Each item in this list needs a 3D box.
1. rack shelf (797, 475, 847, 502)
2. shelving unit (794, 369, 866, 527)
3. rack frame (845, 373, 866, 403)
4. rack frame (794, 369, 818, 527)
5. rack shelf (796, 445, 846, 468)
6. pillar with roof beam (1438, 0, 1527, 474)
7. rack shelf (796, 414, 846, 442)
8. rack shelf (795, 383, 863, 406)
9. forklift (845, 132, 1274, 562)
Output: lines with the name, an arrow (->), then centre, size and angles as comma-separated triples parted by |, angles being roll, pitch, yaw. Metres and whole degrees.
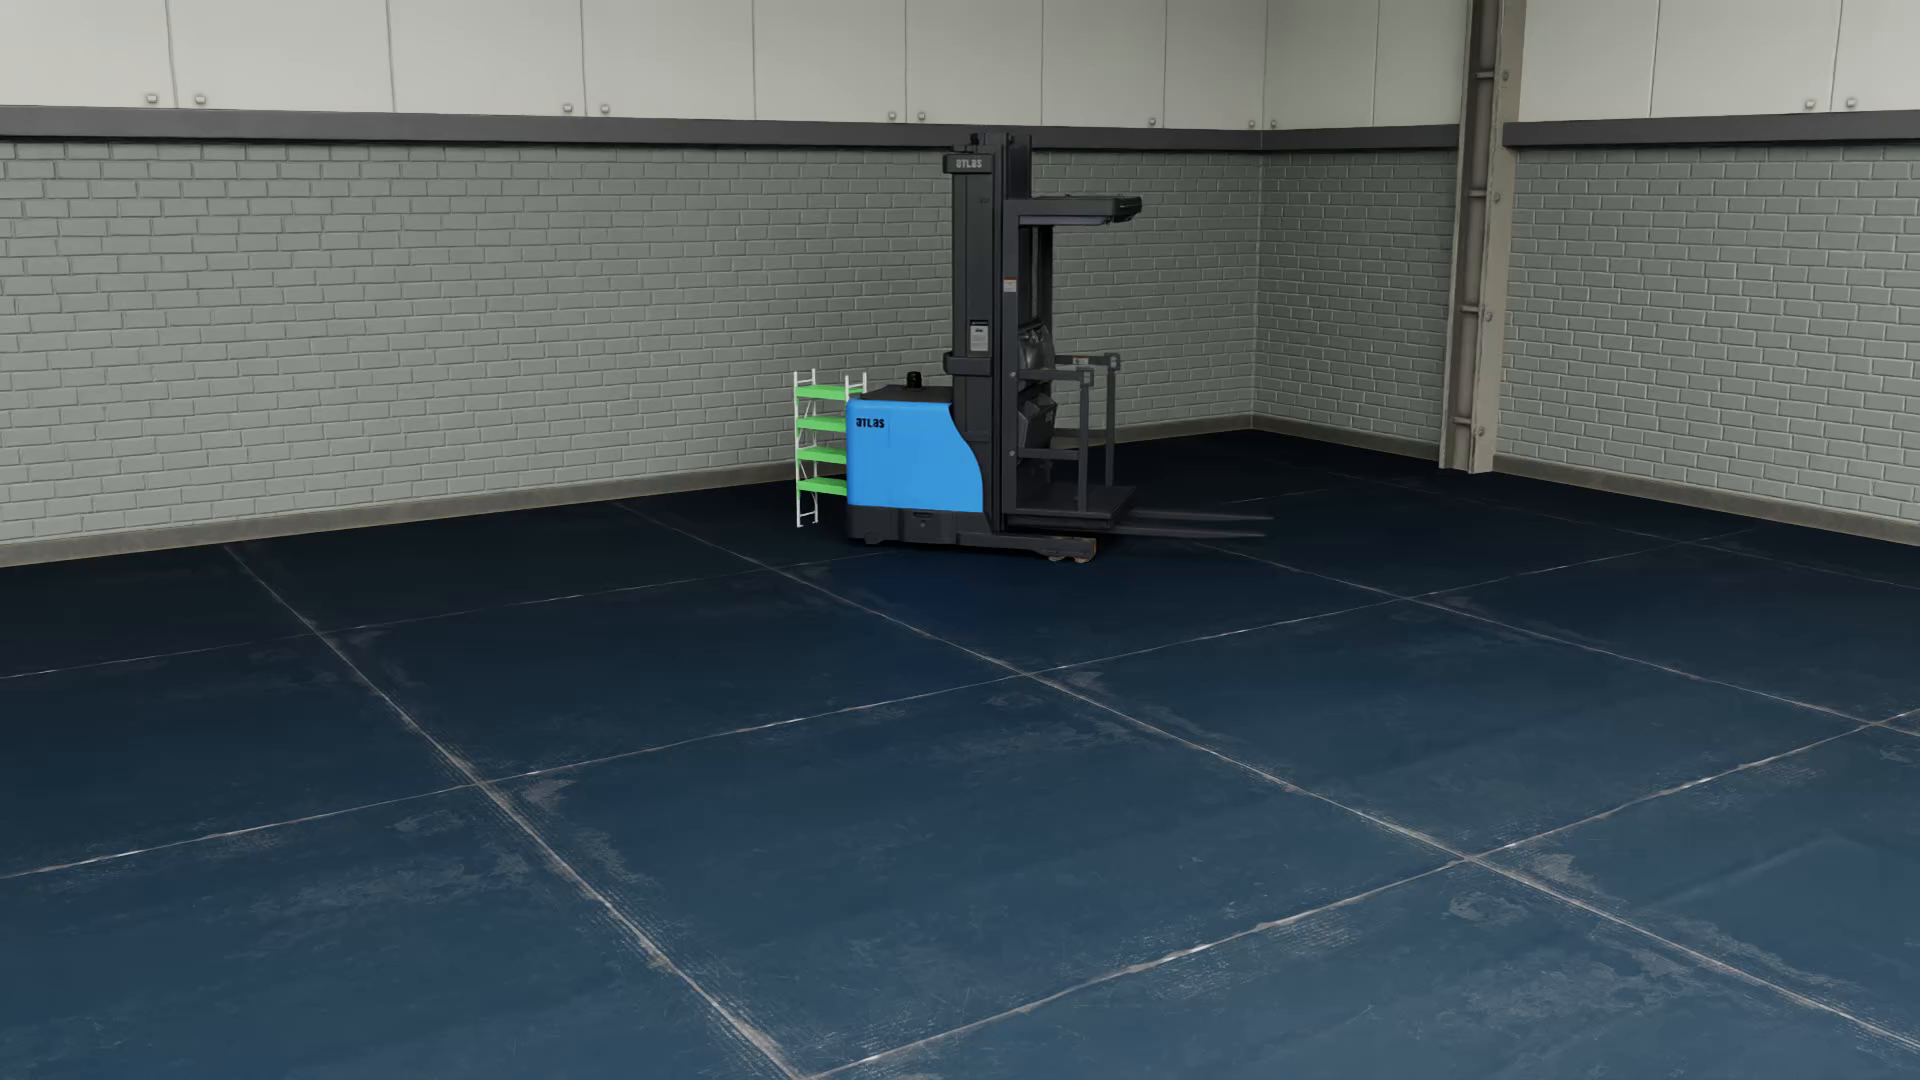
rack shelf -> -0.980, -0.381, 12.719 | 0.480, 0.148, 0.258 | 8, 15, 33
shelving unit -> -0.980, -0.678, 12.654 | 0.503, 1.200, 0.258 | 8, 15, 33
rack frame -> -0.777, -0.649, 12.522 | 0.015, 1.200, 0.240 | 8, 15, 33
rack frame -> -1.184, -0.707, 12.786 | 0.015, 1.200, 0.240 | 8, 15, 33
rack shelf -> -0.980, -0.616, 12.668 | 0.480, 0.148, 0.258 | 8, 15, 33
pillar with roof beam -> 1.089, -4.541, 12.061 | 9.100, 9.000, 0.400 | -8, 15, -33
rack shelf -> -0.980, -0.850, 12.616 | 0.480, 0.148, 0.258 | 8, 15, 33
rack shelf -> -0.980, -1.085, 12.565 | 0.480, 0.148, 0.258 | 8, 15, 33
forklift -> 0.735, -1.401, 11.906 | 3.031, 2.935, 1.130 | 3, 13, 15
